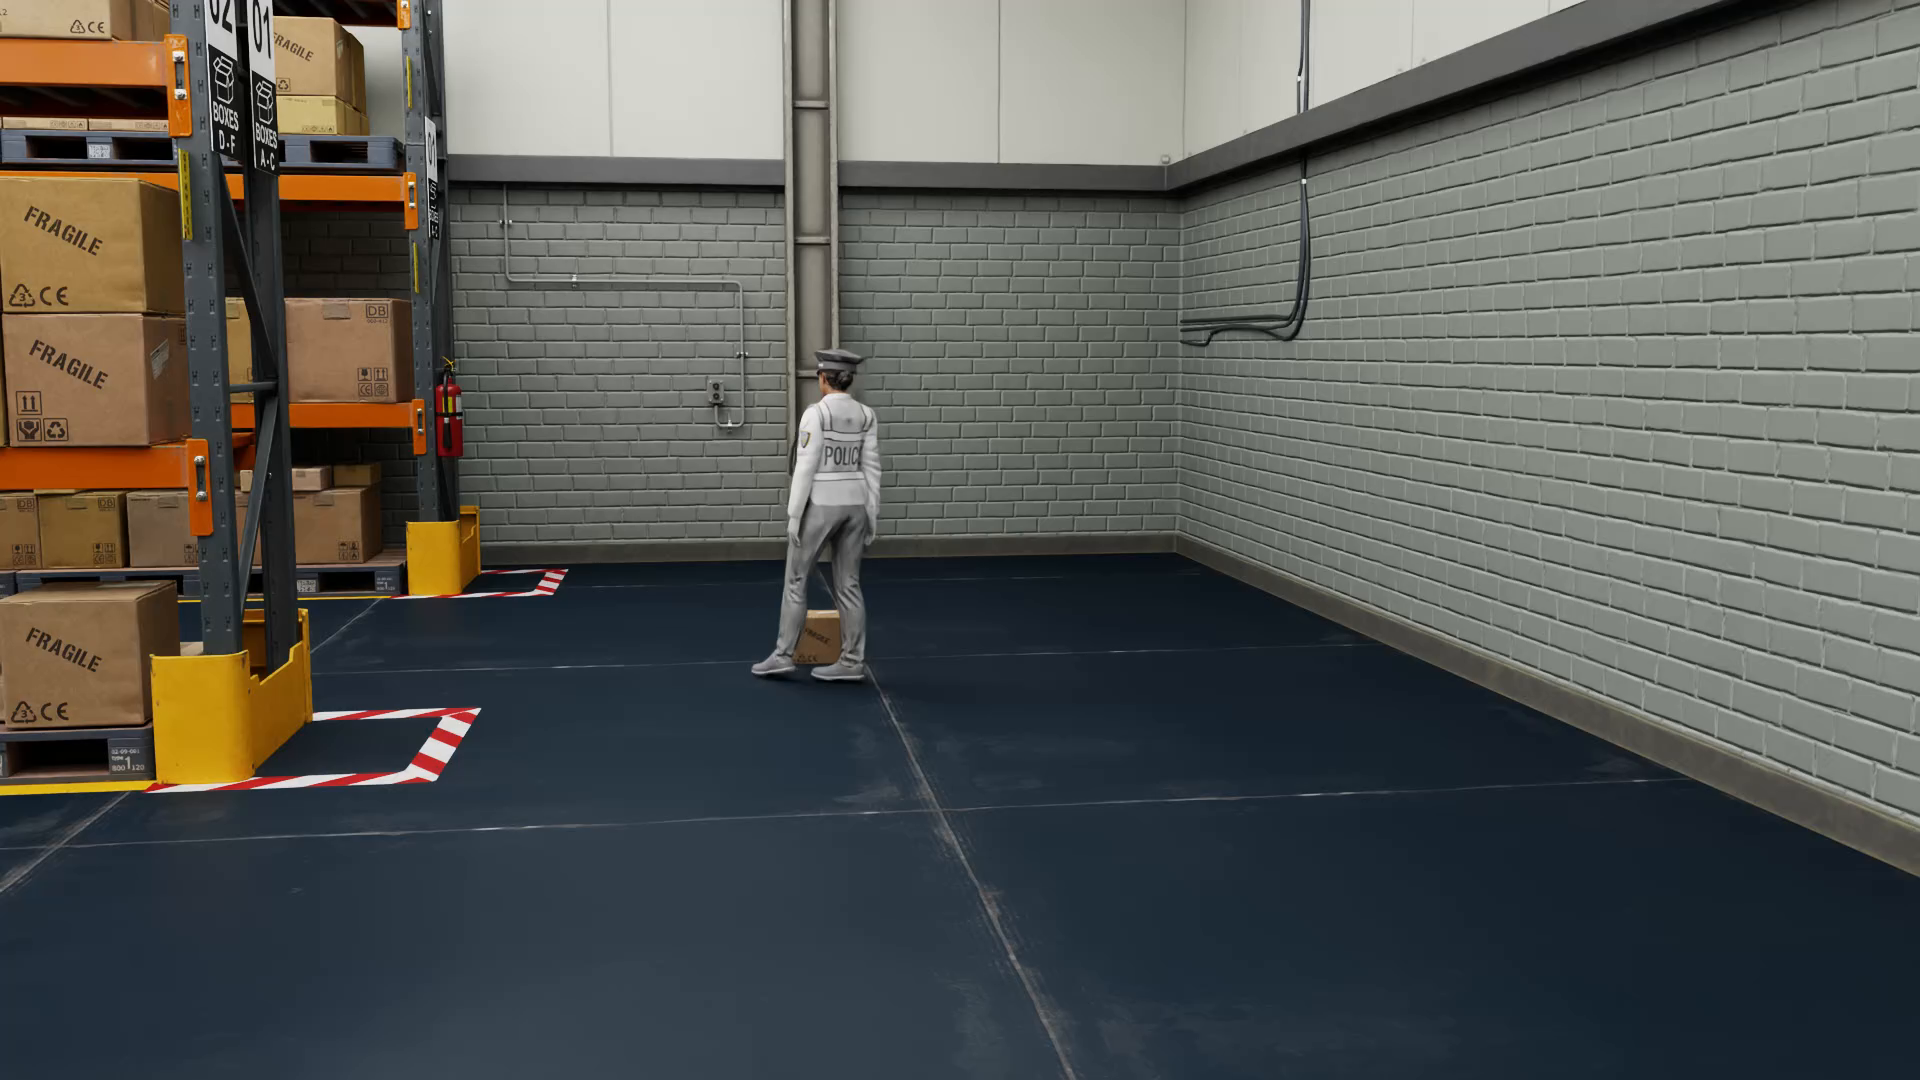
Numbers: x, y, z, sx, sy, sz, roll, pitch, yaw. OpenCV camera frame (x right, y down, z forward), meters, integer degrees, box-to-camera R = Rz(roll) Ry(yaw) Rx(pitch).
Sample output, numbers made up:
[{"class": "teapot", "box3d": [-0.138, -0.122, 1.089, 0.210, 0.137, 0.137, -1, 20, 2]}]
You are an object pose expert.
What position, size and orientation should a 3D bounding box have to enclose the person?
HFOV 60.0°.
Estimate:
[{"class": "person", "box3d": [-0.727, -0.132, 8.407, 0.512, 1.662, 0.580, -6, 9, -42]}]
